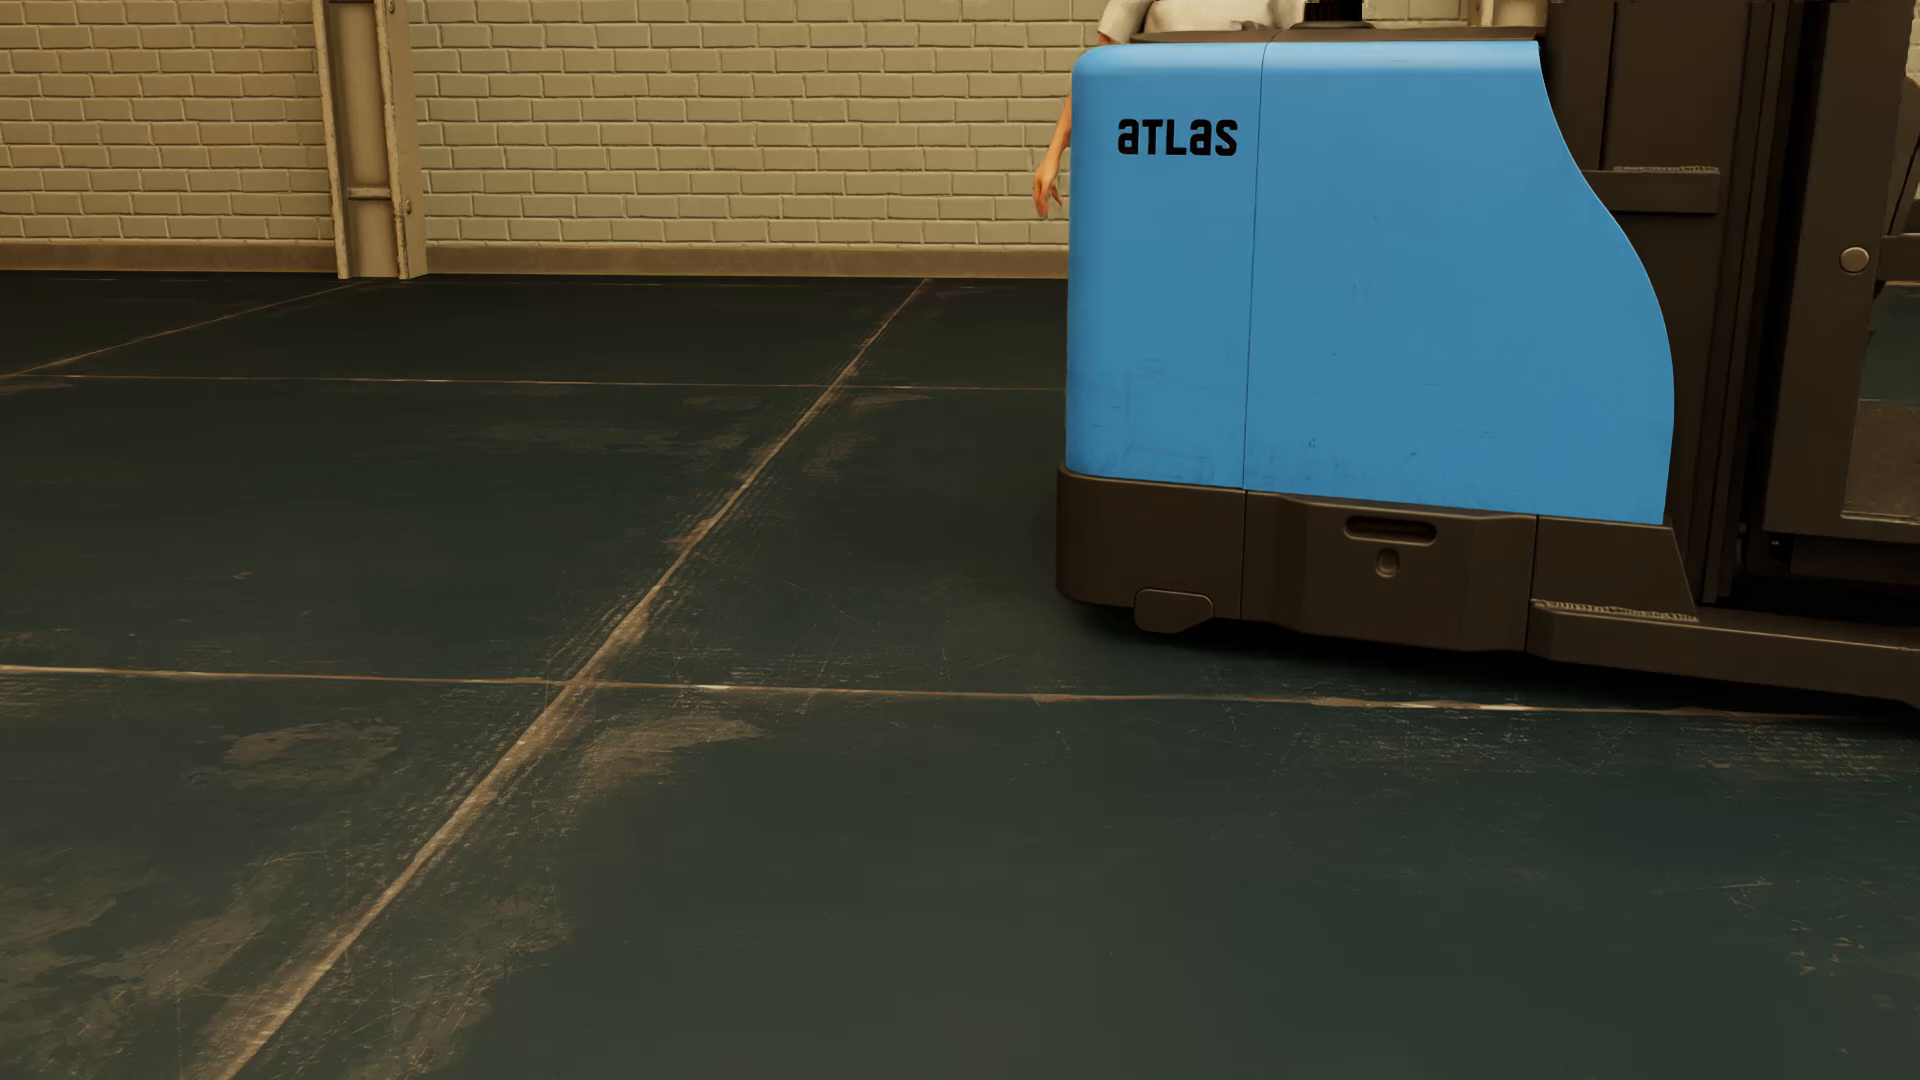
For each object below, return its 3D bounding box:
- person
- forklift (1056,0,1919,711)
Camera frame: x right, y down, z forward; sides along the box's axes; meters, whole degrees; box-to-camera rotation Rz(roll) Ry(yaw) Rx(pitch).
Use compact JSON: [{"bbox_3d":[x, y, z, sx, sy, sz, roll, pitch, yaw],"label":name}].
[{"bbox_3d":[0.577,-0.891,4.095,0.797,1.589,0.494,1,15,4],"label":"person"},{"bbox_3d":[1.754,-1.219,2.710,3.031,2.935,1.130,6,16,21],"label":"forklift"}]
